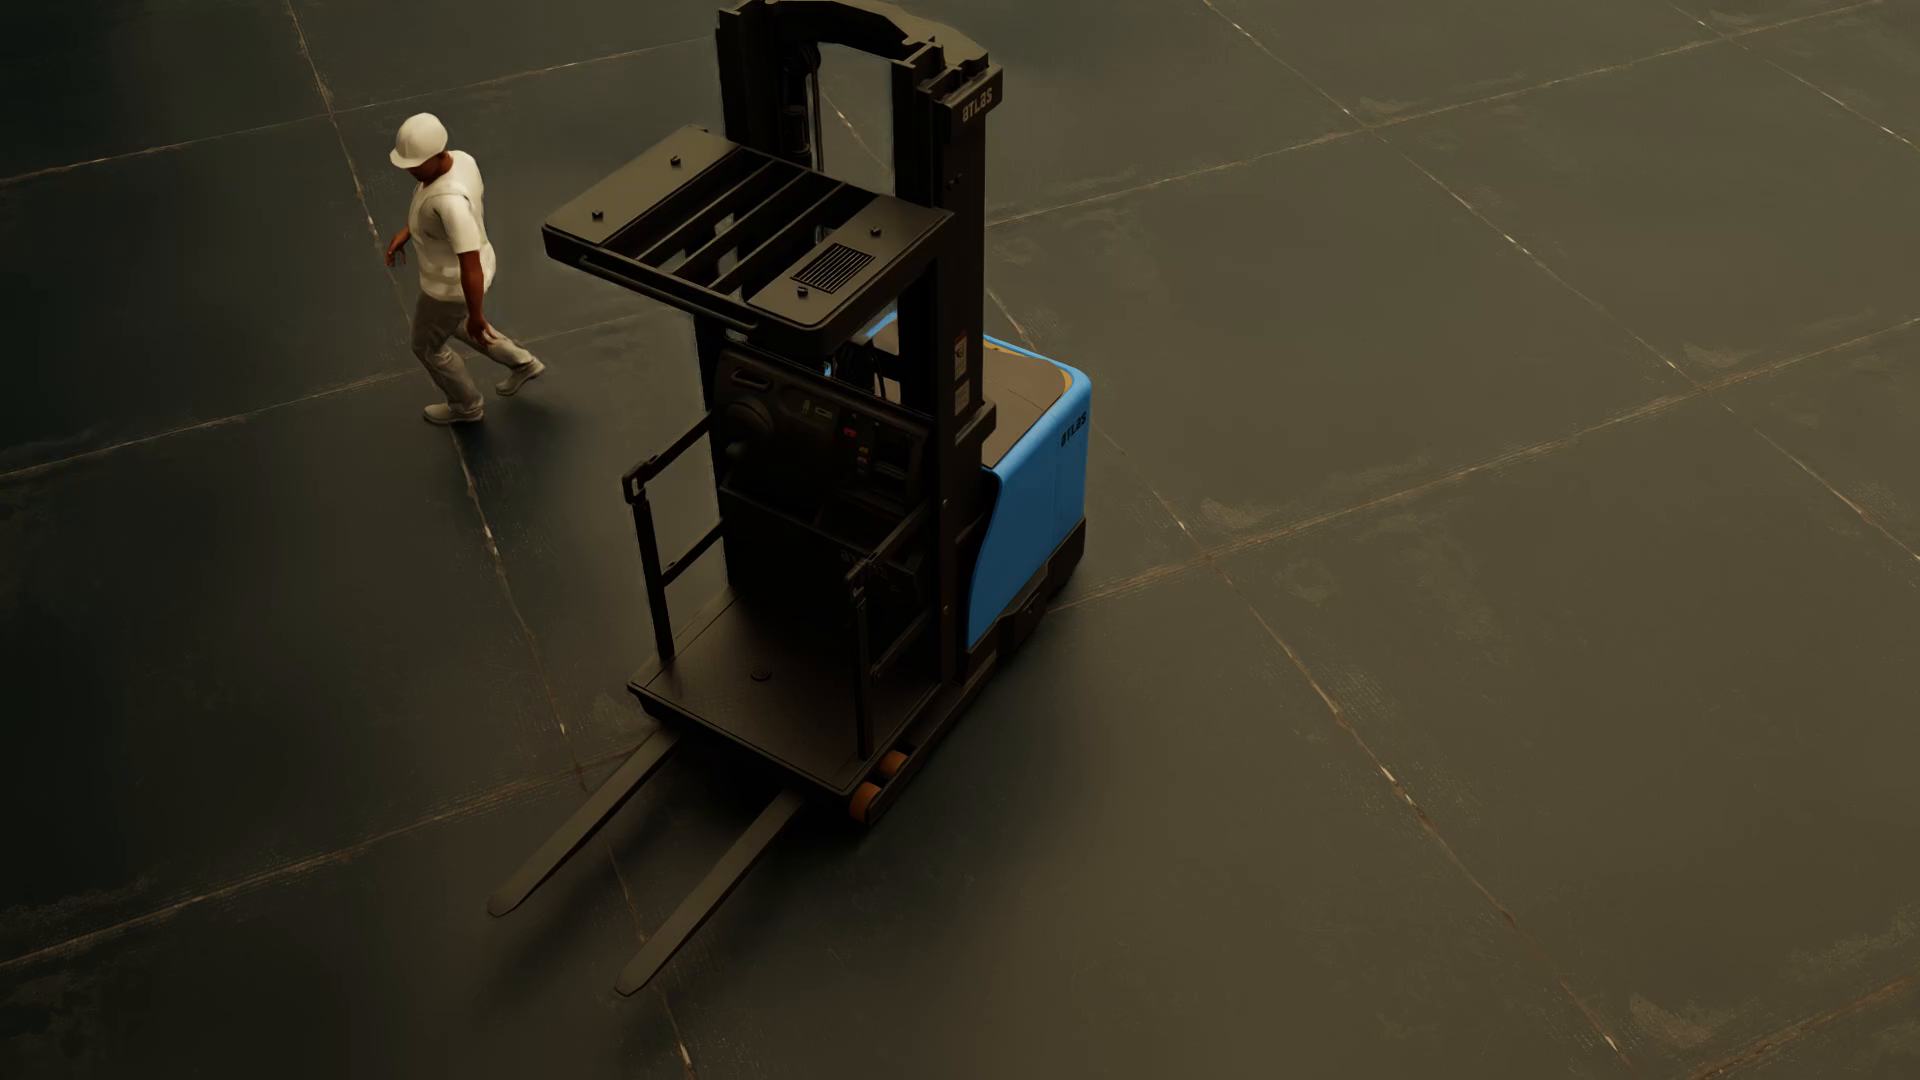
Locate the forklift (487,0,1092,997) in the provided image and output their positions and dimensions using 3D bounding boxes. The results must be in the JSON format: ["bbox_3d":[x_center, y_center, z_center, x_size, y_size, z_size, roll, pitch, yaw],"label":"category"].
[{"bbox_3d":[-0.639,-0.312,6.014,1.130,2.935,3.031,23,48,23],"label":"forklift"}]

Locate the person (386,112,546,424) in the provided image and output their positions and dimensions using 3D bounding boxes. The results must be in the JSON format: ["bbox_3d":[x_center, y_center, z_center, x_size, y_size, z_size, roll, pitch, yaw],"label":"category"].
[{"bbox_3d":[-2.437,-1.249,7.920,0.626,1.709,0.729,3,43,4],"label":"person"}]
